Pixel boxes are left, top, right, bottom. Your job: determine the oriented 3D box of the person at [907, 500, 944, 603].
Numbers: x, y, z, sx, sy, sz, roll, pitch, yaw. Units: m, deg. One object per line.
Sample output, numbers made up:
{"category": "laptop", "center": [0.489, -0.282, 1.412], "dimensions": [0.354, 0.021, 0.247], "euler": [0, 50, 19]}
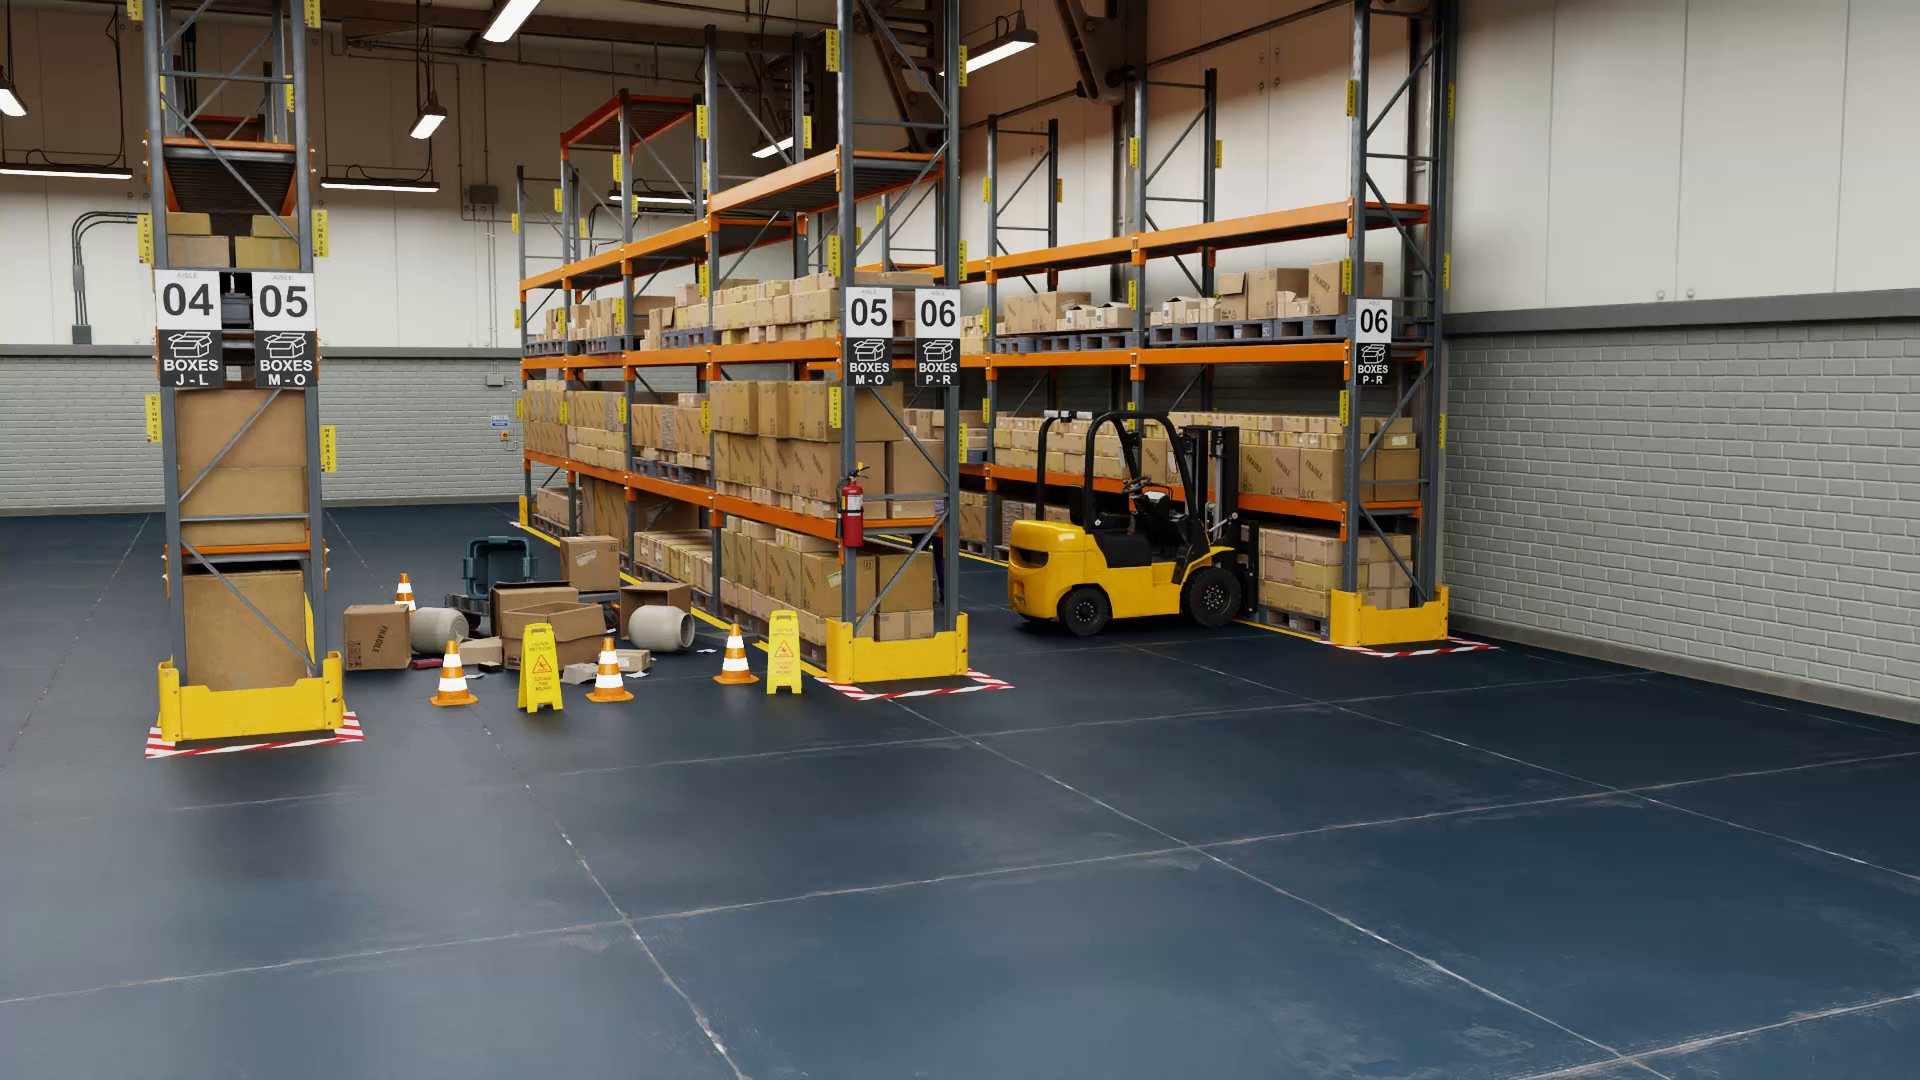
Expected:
{"category": "person", "center": [-0.326, -0.115, 18.237], "dimensions": [0.538, 1.652, 0.371], "euler": [-2, 6, -23]}
